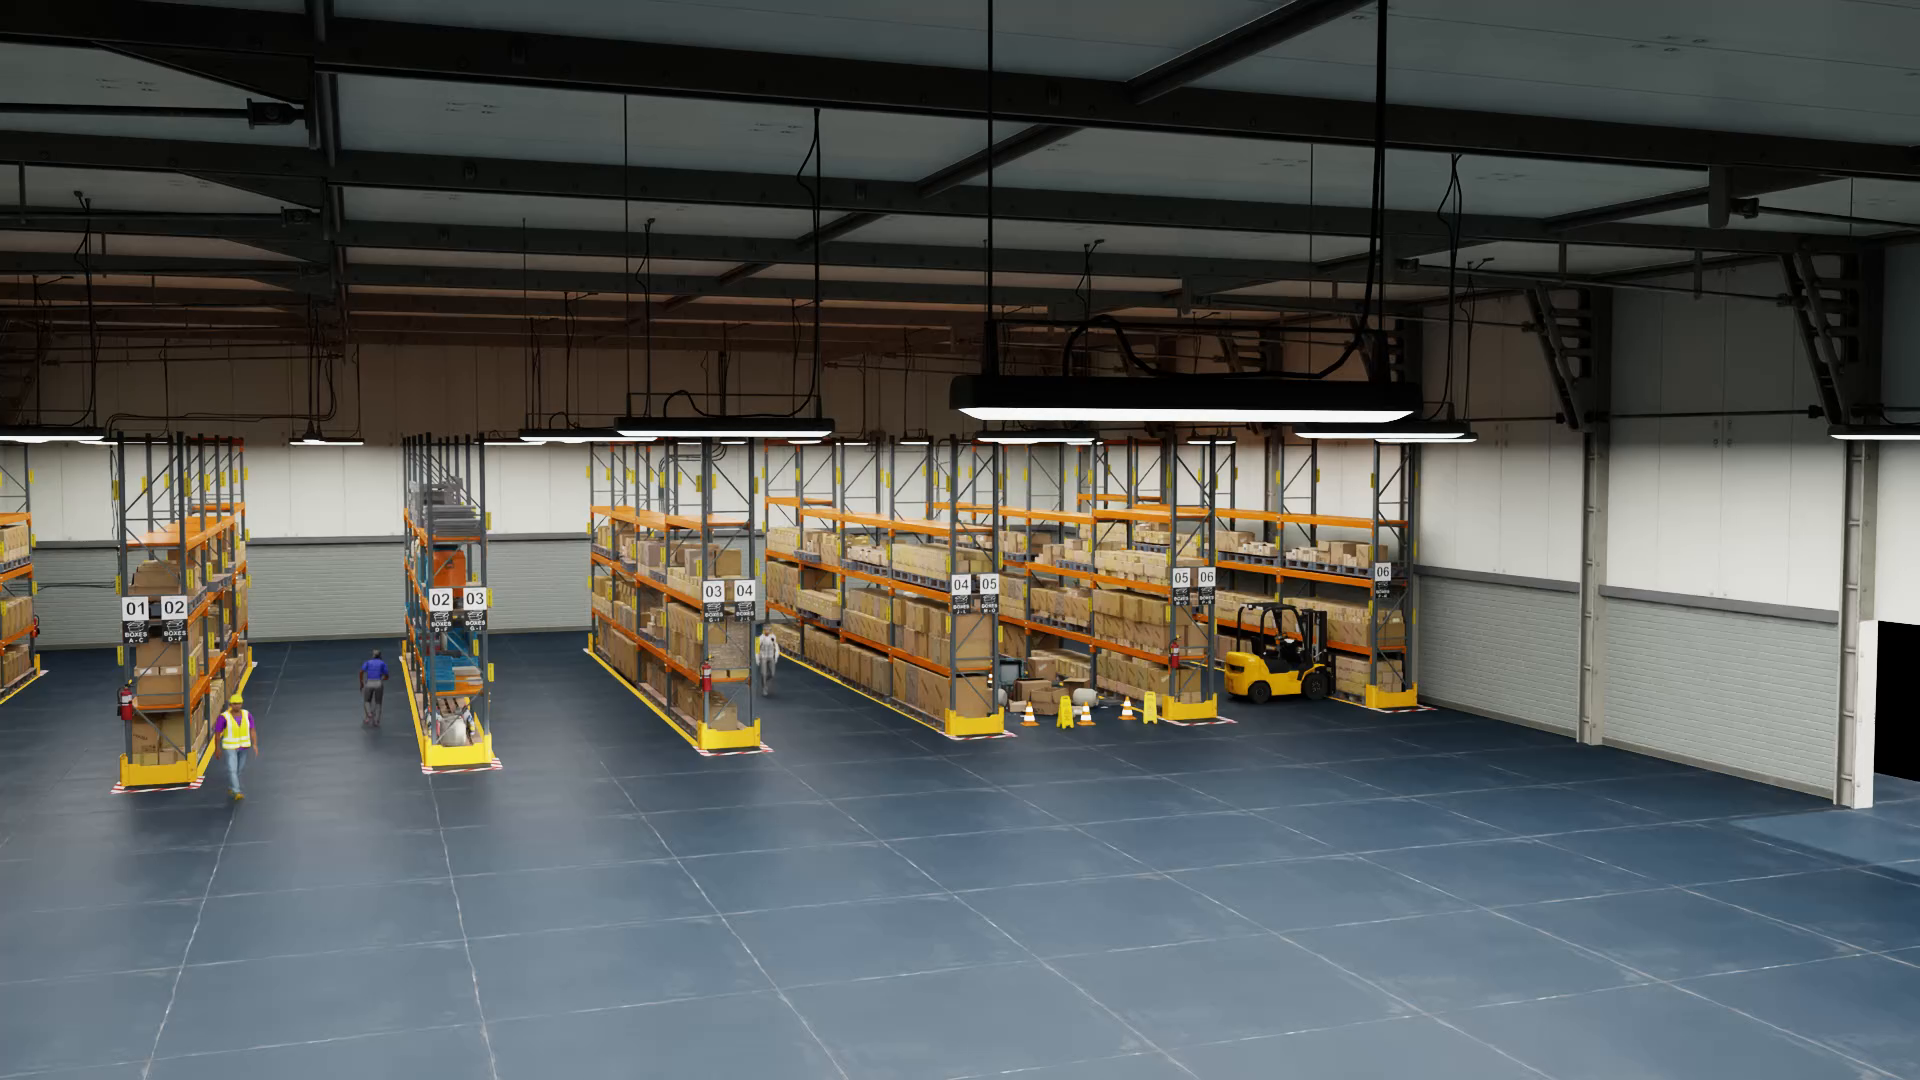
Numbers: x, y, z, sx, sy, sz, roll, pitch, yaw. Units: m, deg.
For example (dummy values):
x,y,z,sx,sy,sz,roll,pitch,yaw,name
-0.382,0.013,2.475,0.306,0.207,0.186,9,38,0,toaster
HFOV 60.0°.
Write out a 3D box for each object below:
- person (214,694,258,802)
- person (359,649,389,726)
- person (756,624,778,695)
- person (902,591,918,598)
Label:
x,y,z,sx,sy,sz,roll,pitch,yaw,name
-11.665,3.347,26.893,1.082,1.699,0.590,3,4,41,person
-12.136,3.054,34.457,0.586,1.531,0.707,-1,3,-18,person
-4.533,2.759,38.760,0.583,1.660,0.549,-1,3,-23,person
-1.499,2.129,48.601,0.593,1.785,0.461,-1,3,-23,person
